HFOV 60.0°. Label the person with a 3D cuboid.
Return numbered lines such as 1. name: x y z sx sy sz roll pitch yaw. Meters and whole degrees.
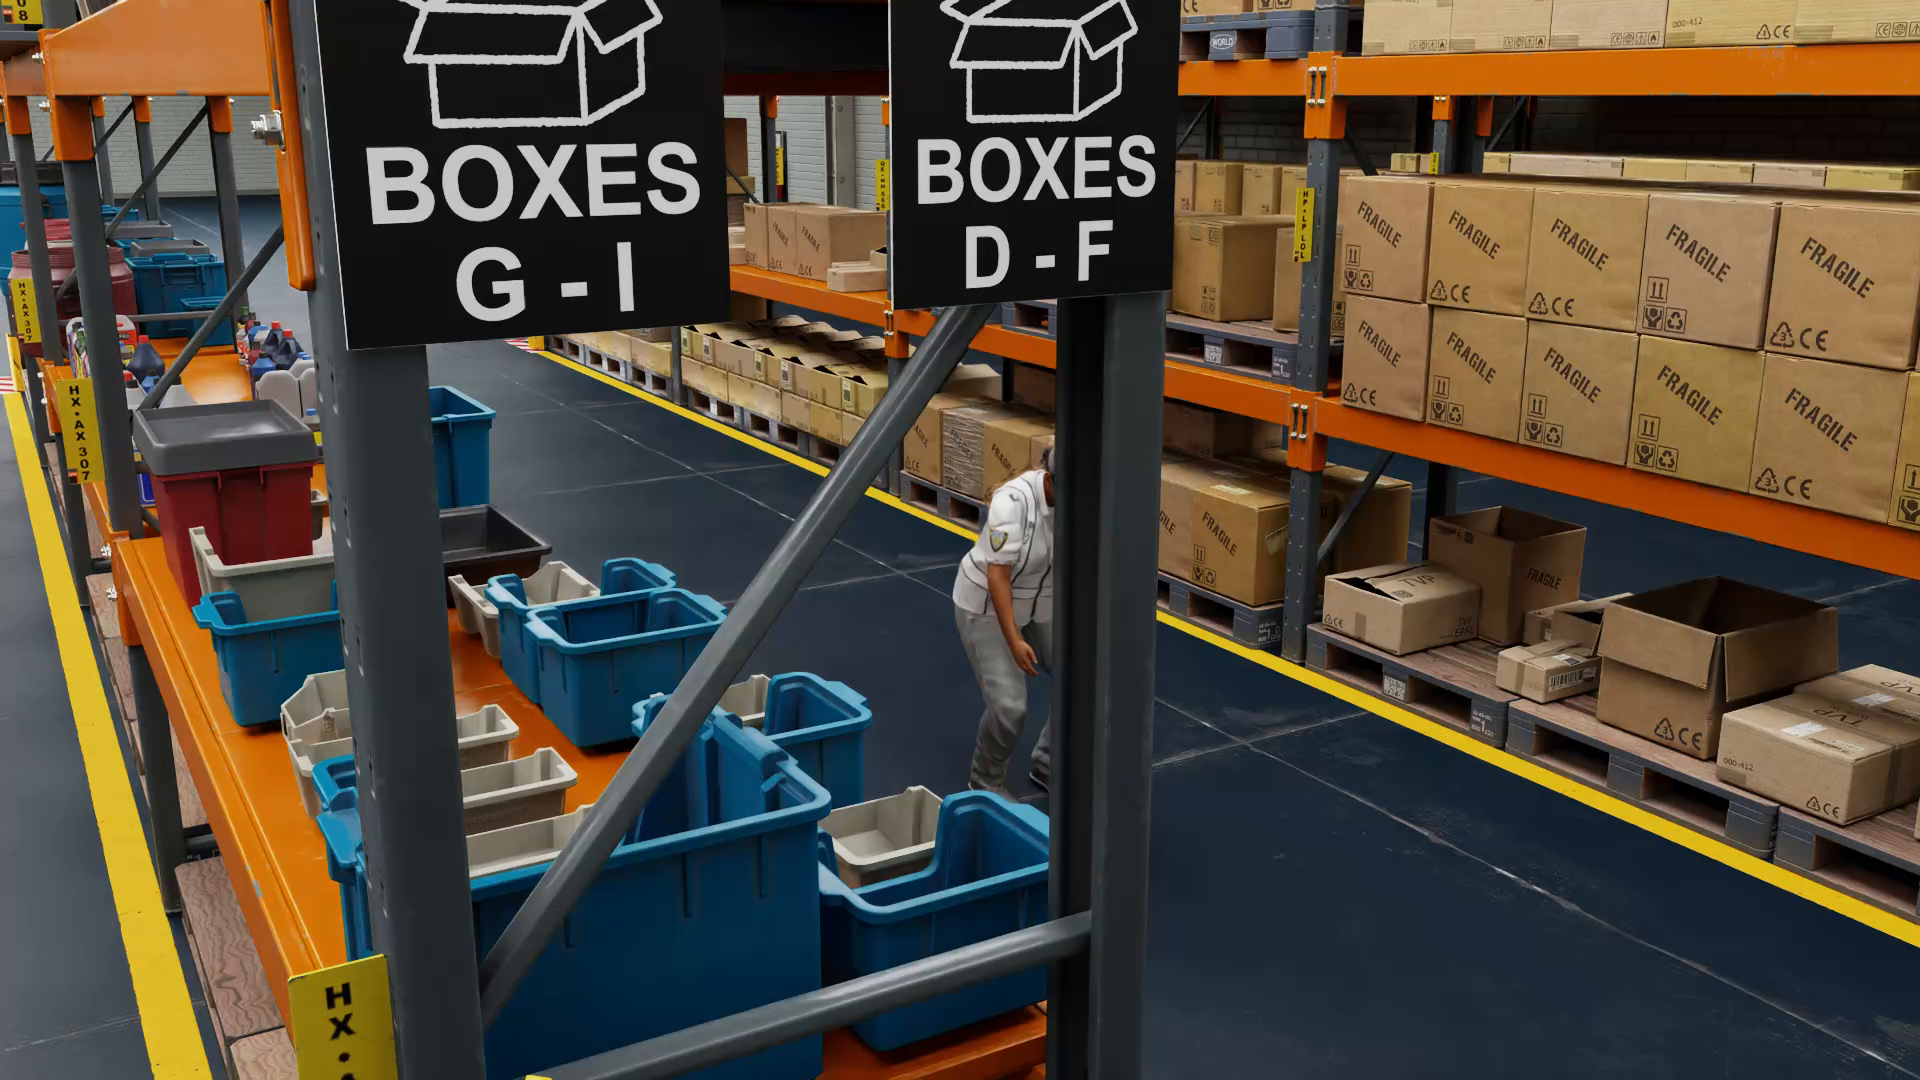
1. person: 0.299 0.303 6.305 0.530 1.457 0.671 -9 17 -29
